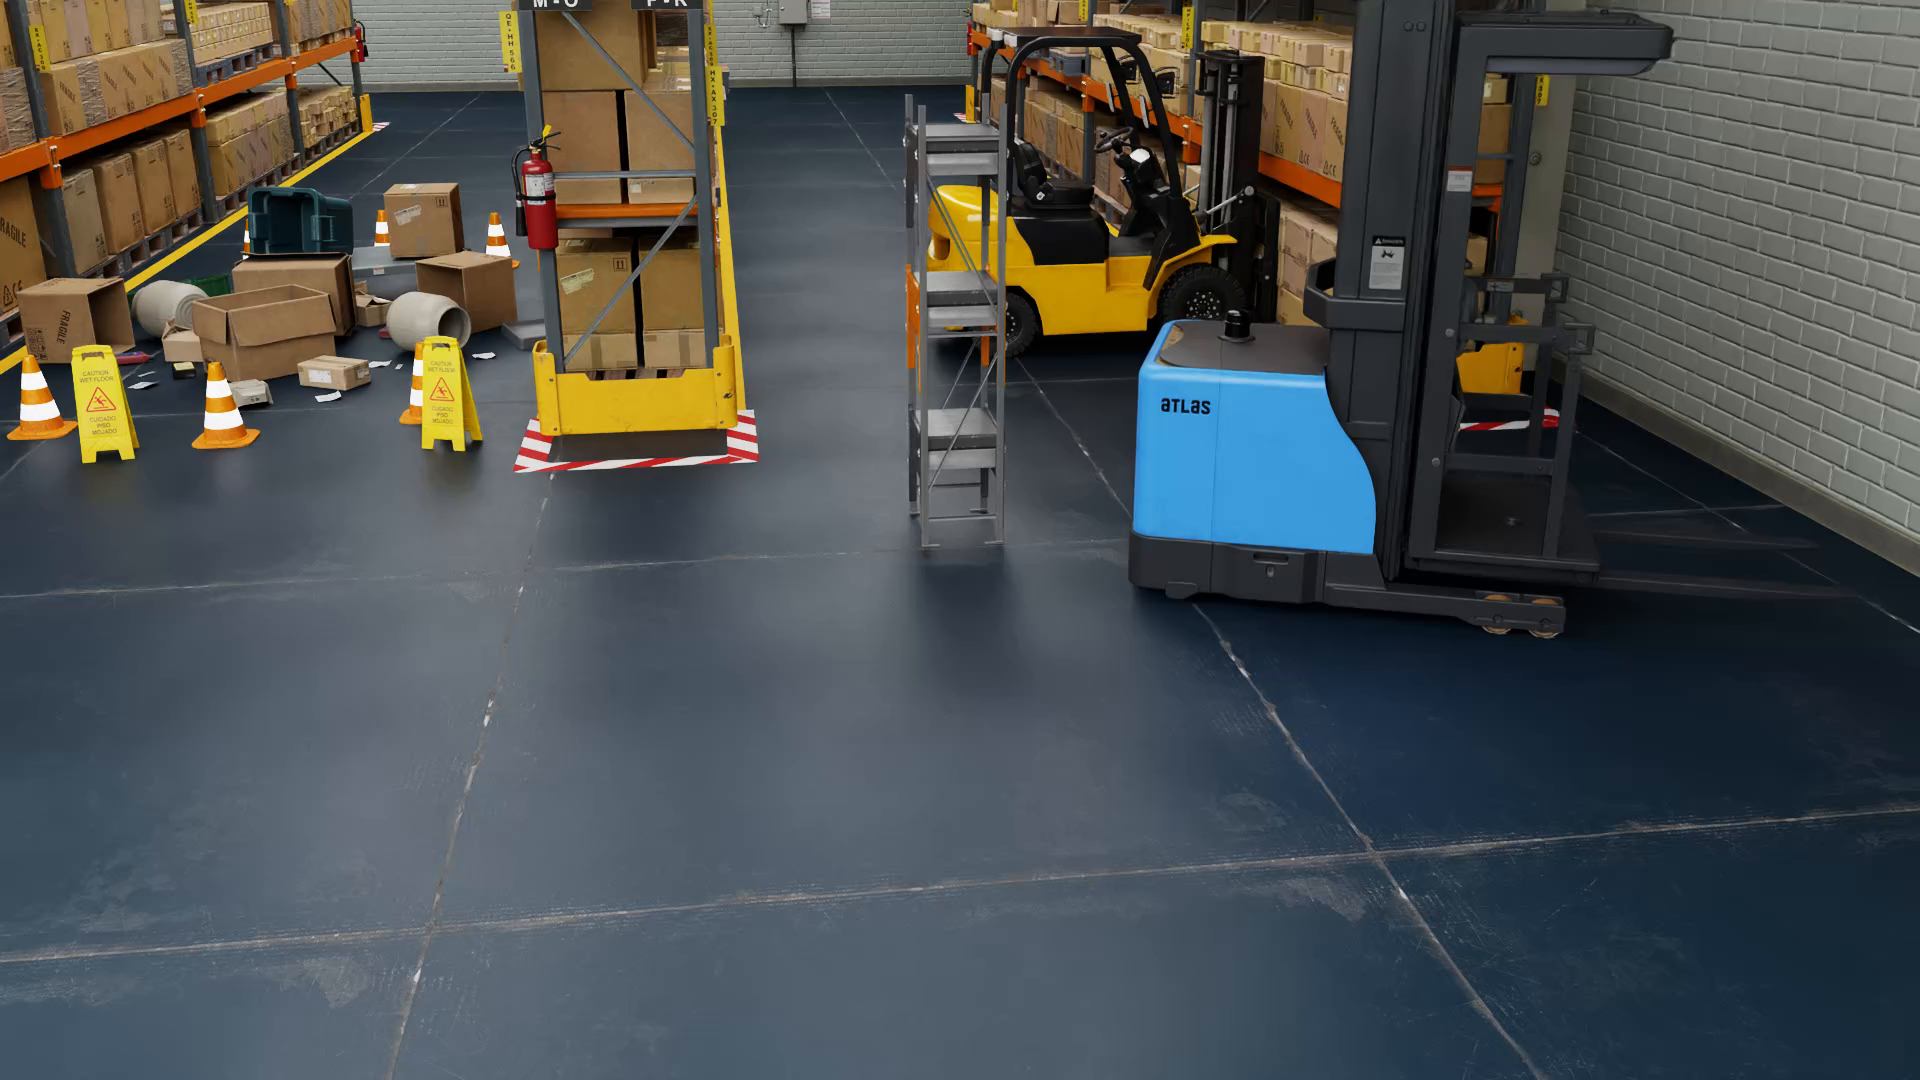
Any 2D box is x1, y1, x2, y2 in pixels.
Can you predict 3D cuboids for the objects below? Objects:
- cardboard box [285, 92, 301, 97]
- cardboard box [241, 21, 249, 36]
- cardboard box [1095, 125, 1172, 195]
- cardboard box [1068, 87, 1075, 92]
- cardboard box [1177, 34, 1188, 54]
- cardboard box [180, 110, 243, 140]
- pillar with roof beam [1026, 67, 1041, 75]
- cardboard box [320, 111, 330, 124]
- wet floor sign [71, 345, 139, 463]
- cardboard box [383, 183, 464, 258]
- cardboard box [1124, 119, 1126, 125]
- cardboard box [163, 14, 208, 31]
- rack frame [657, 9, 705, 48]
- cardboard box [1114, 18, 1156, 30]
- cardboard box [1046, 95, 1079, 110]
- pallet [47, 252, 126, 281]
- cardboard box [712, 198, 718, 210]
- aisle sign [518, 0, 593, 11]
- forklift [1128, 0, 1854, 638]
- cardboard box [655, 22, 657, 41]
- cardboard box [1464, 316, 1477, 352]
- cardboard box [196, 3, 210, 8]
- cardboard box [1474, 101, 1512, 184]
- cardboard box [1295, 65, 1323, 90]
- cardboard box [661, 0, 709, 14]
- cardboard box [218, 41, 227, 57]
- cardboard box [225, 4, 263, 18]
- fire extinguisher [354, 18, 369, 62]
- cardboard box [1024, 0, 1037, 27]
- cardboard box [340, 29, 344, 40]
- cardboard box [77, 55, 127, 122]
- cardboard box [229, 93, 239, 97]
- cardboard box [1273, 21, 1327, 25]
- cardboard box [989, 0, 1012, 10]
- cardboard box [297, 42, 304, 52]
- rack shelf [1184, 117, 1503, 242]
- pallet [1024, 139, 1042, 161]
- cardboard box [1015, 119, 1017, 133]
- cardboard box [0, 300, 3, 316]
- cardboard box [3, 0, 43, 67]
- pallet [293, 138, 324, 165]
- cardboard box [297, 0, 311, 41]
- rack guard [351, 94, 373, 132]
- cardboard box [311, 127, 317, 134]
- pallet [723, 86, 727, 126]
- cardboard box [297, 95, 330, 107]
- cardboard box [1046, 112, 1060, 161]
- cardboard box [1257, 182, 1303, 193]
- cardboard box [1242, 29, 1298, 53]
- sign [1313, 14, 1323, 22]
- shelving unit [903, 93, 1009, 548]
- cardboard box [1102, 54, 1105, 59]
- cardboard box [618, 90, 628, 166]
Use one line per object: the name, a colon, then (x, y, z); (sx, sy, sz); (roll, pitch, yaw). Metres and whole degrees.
cardboard box: (-9.196, -6.015, 22.659); (0.380, 0.149, 0.250); (-4, 21, -10)
cardboard box: (-8.140, -5.683, 18.477); (0.380, 0.149, 0.250); (-4, 21, -11)
cardboard box: (1.904, -3.973, 17.360); (0.875, 0.625, 0.625); (-2, 21, -6)
cardboard box: (1.589, -5.707, 21.254); (0.380, 0.149, 0.250); (-4, 21, -10)
cardboard box: (2.080, -4.266, 14.282); (0.380, 0.149, 0.250); (-3, 21, -9)
cardboard box: (-7.901, -4.372, 17.536); (0.500, 0.250, 0.500); (-3, 21, -8)
pillar with roof beam: (-3.083, -11.447, 26.004); (9.100, 9.000, 0.400); (-3, 21, -8)
cardboard box: (-8.502, -5.542, 21.817); (0.380, 0.149, 0.250); (-3, 21, -8)
wet floor sign: (-4.851, -0.786, 9.398); (0.267, 0.644, 0.232); (-7, 21, -17)
cardboard box: (-4.265, -2.552, 13.253); (0.500, 0.500, 0.500); (-3, 21, -8)
cardboard box: (2.049, -4.724, 18.623); (0.380, 0.149, 0.250); (-2, 21, -6)
cardboard box: (-7.915, -5.274, 16.959); (0.380, 0.149, 0.250); (-3, 21, -8)
rack frame: (-2.507, -3.469, 13.216); (1.000, 3.000, 0.127); (-3, 21, -8)
cardboard box: (1.734, -5.061, 16.409); (0.380, 0.149, 0.250); (-3, 21, -7)
cardboard box: (1.256, -5.319, 20.216); (0.380, 0.149, 0.250); (-3, 21, -8)
pallet: (-7.577, -2.141, 13.647); (1.003, 0.211, 1.213); (-3, 21, -8)
cardboard box: (-2.007, -2.185, 12.036); (0.500, 0.500, 0.500); (-2, 21, -5)
aisle sign: (-2.209, -3.265, 8.956); (0.394, 0.787, 0.004); (-3, 21, -8)
forklift: (2.335, -1.158, 7.128); (3.031, 2.935, 1.130); (5, 21, 12)
cardboard box: (-2.659, -3.960, 12.534); (0.700, 0.500, 0.500); (-3, 21, -8)
cardboard box: (3.103, -1.424, 11.071); (0.500, 0.250, 0.500); (-3, 21, -8)
cardboard box: (-8.943, -6.152, 19.309); (0.380, 0.149, 0.250); (-2, 21, -5)
cardboard box: (3.184, -2.568, 10.661); (0.500, 0.500, 0.500); (-2, 21, -6)
cardboard box: (2.500, -3.148, 11.288); (0.380, 0.149, 0.250); (-4, 21, -10)
cardboard box: (-2.225, -4.336, 13.443); (0.380, 0.149, 0.250); (-3, 21, -8)
cardboard box: (-7.992, -5.185, 17.570); (0.380, 0.149, 0.250); (-2, 21, -6)
cardboard box: (-8.254, -6.089, 19.141); (0.380, 0.149, 0.250); (-4, 21, -9)
fire extinguisher: (-8.701, -7.238, 23.952); (0.296, 0.674, 0.183); (-3, 21, -8)
cardboard box: (1.174, -6.376, 20.256); (0.700, 0.500, 0.500); (-3, 21, -7)
cardboard box: (-8.796, -7.034, 23.122); (0.380, 0.149, 0.250); (-3, 21, -8)
cardboard box: (-7.344, -3.774, 13.892); (0.500, 0.500, 0.500); (-3, 21, -8)
cardboard box: (-8.699, -5.062, 19.382); (0.500, 0.250, 0.500); (-4, 21, -10)
cardboard box: (2.749, -4.115, 13.451); (0.380, 0.149, 0.250); (-3, 21, -8)
cardboard box: (0.689, -7.605, 23.009); (0.500, 0.500, 0.500); (-2, 21, -6)
cardboard box: (-8.496, -6.220, 20.943); (0.380, 0.149, 0.250); (-4, 21, -10)
rack shelf: (2.692, -2.691, 12.161); (1.077, 0.370, 4.000); (-3, 21, -8)
pallet: (1.405, -4.904, 21.045); (1.003, 0.211, 1.213); (-3, 21, -8)
cardboard box: (0.880, -5.529, 22.208); (0.380, 0.149, 0.250); (-4, 21, -9)
cardboard box: (-7.236, -1.852, 11.324); (0.875, 0.875, 0.875); (-3, 21, -7)
cardboard box: (-7.469, -3.871, 12.721); (0.700, 0.500, 0.500); (-3, 21, -9)
pallet: (-8.676, -4.878, 20.976); (1.003, 0.211, 1.213); (-3, 21, -8)
cardboard box: (-8.445, -6.495, 20.751); (0.500, 0.500, 0.500); (-3, 21, -8)
rack guard: (-9.110, -6.141, 23.945); (1.175, 0.500, 0.348); (-3, 21, -8)
cardboard box: (-8.491, -5.218, 21.375); (0.380, 0.149, 0.250); (-3, 21, -9)
pallet: (-2.474, -3.651, 13.978); (1.003, 0.211, 1.213); (-3, 21, -8)
cardboard box: (-8.655, -5.855, 22.230); (0.380, 0.149, 0.250); (-4, 21, -10)
cardboard box: (1.320, -4.800, 19.754); (0.500, 0.500, 0.500); (-4, 21, -10)
cardboard box: (2.310, -2.565, 12.696); (0.500, 0.250, 0.500); (-2, 21, -6)
cardboard box: (2.329, -3.728, 12.416); (0.380, 0.149, 0.250); (-3, 21, -9)
sign: (2.953, -4.191, 13.801); (0.100, 0.325, 0.005); (-3, 21, -8)
shelving unit: (-0.024, -1.041, 8.002); (0.431, 2.100, 0.503); (-3, 21, -8)
cardboard box: (1.720, -4.930, 16.628); (0.500, 0.250, 0.500); (-2, 21, -6)
cardboard box: (-2.349, -2.617, 10.369); (0.500, 0.500, 0.500); (-3, 21, -8)
